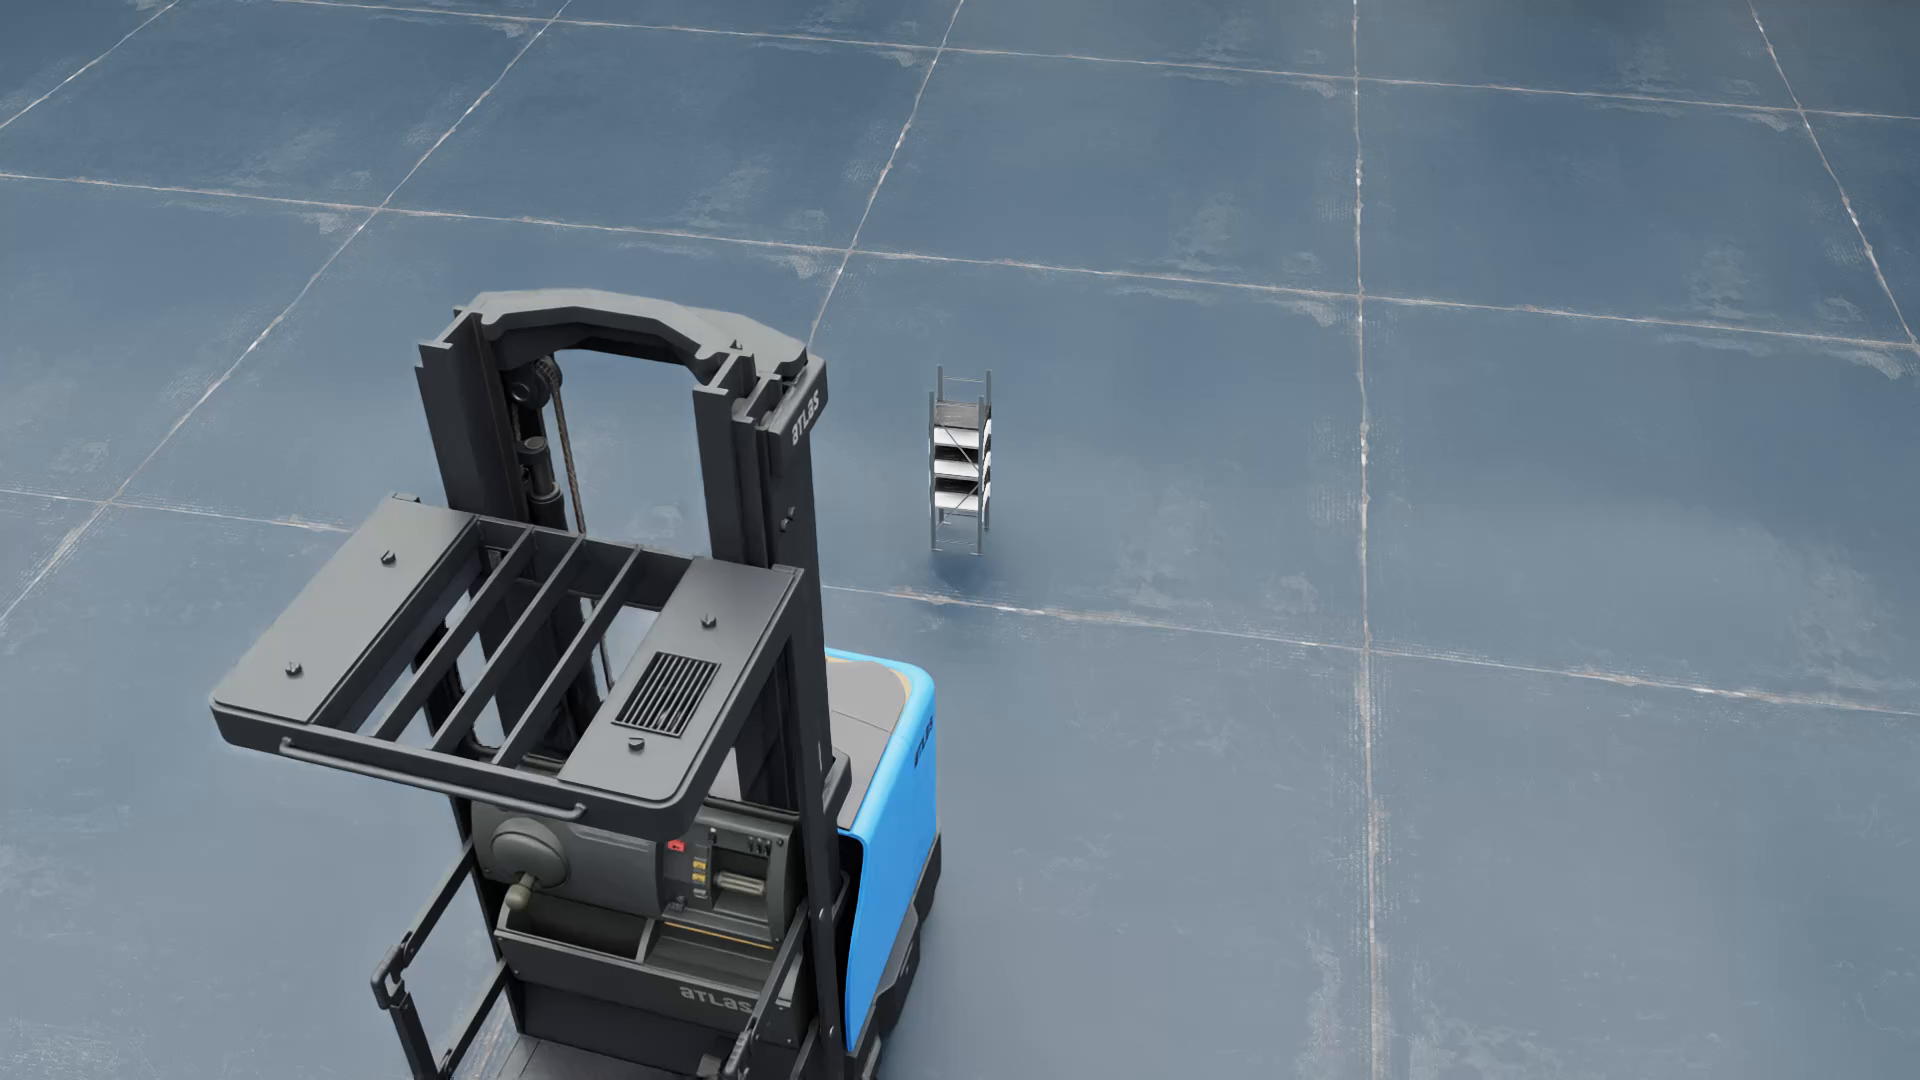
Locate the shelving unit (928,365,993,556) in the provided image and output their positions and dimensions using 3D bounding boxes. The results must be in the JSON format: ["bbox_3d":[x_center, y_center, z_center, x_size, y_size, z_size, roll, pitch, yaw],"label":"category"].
[{"bbox_3d":[0.001,-0.352,7.566,0.258,0.900,0.210,6,40,8],"label":"shelving unit"}]

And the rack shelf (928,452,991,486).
[{"bbox_3d":[0.001,-0.326,7.588,0.258,0.077,0.200,6,40,8],"label":"rack shelf"}]

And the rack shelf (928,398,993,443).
[{"bbox_3d":[0.001,-0.534,7.415,0.258,0.077,0.200,6,40,8],"label":"rack shelf"}]

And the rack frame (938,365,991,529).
[{"bbox_3d":[0.019,-0.416,7.643,0.240,0.900,0.006,6,40,8],"label":"rack frame"}]

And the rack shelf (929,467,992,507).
[{"bbox_3d":[0.001,-0.257,7.645,0.258,0.077,0.200,6,40,8],"label":"rack shelf"}]

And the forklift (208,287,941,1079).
[{"bbox_3d":[-0.964,0.952,4.396,1.130,2.935,3.031,10,41,12],"label":"forklift"}]

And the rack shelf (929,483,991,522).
[{"bbox_3d":[0.001,-0.187,7.702,0.258,0.077,0.200,6,40,8],"label":"rack shelf"}]

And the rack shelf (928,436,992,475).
[{"bbox_3d":[0.001,-0.396,7.530,0.258,0.077,0.200,6,40,8],"label":"rack shelf"}]

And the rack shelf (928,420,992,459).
[{"bbox_3d":[0.001,-0.465,7.473,0.258,0.077,0.200,6,40,8],"label":"rack shelf"}]

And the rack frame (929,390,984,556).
[{"bbox_3d":[-0.016,-0.288,7.489,0.240,0.900,0.006,6,40,8],"label":"rack frame"}]
